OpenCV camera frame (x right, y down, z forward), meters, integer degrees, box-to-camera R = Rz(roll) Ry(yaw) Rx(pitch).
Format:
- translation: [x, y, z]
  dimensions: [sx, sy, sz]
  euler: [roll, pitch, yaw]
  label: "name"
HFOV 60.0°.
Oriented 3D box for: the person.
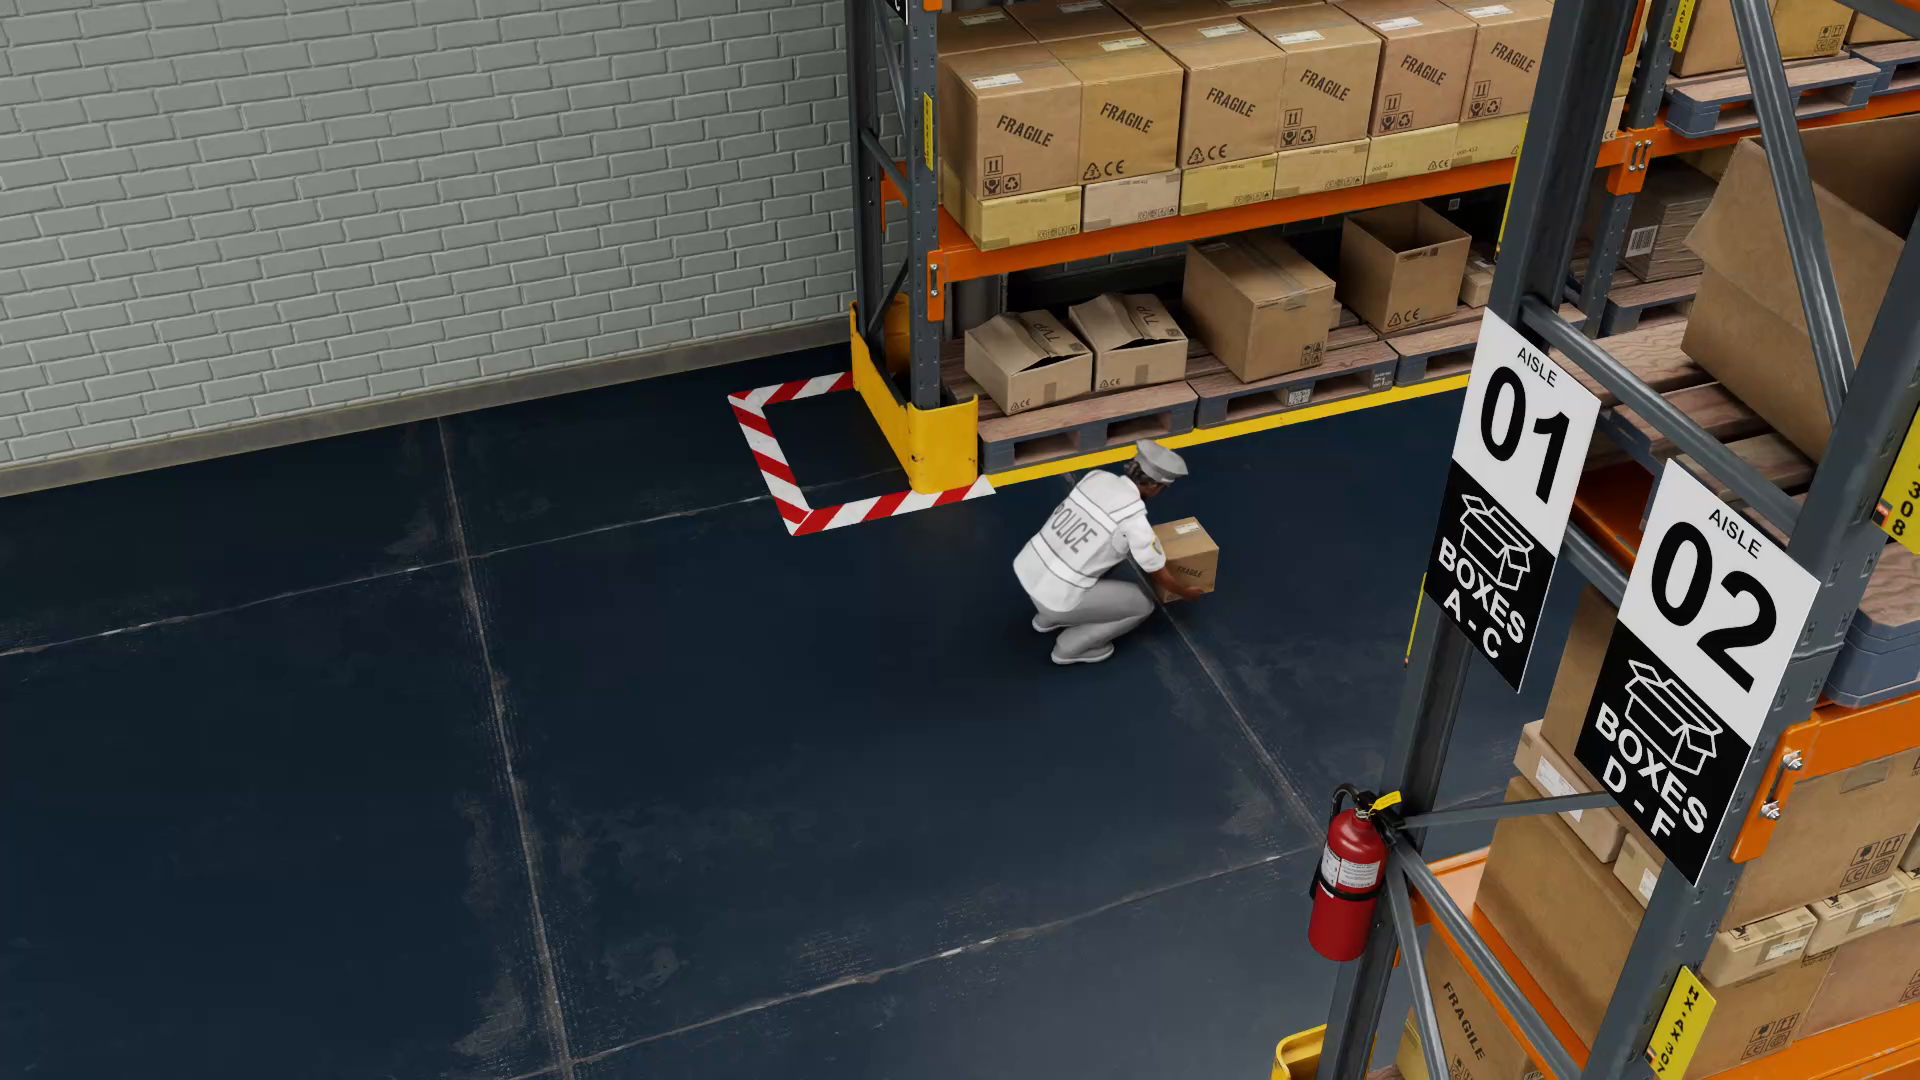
- translation: [0.657, 0.046, 7.316]
  dimensions: [0.853, 0.950, 0.496]
  euler: [-12, 40, -15]
  label: "person"
